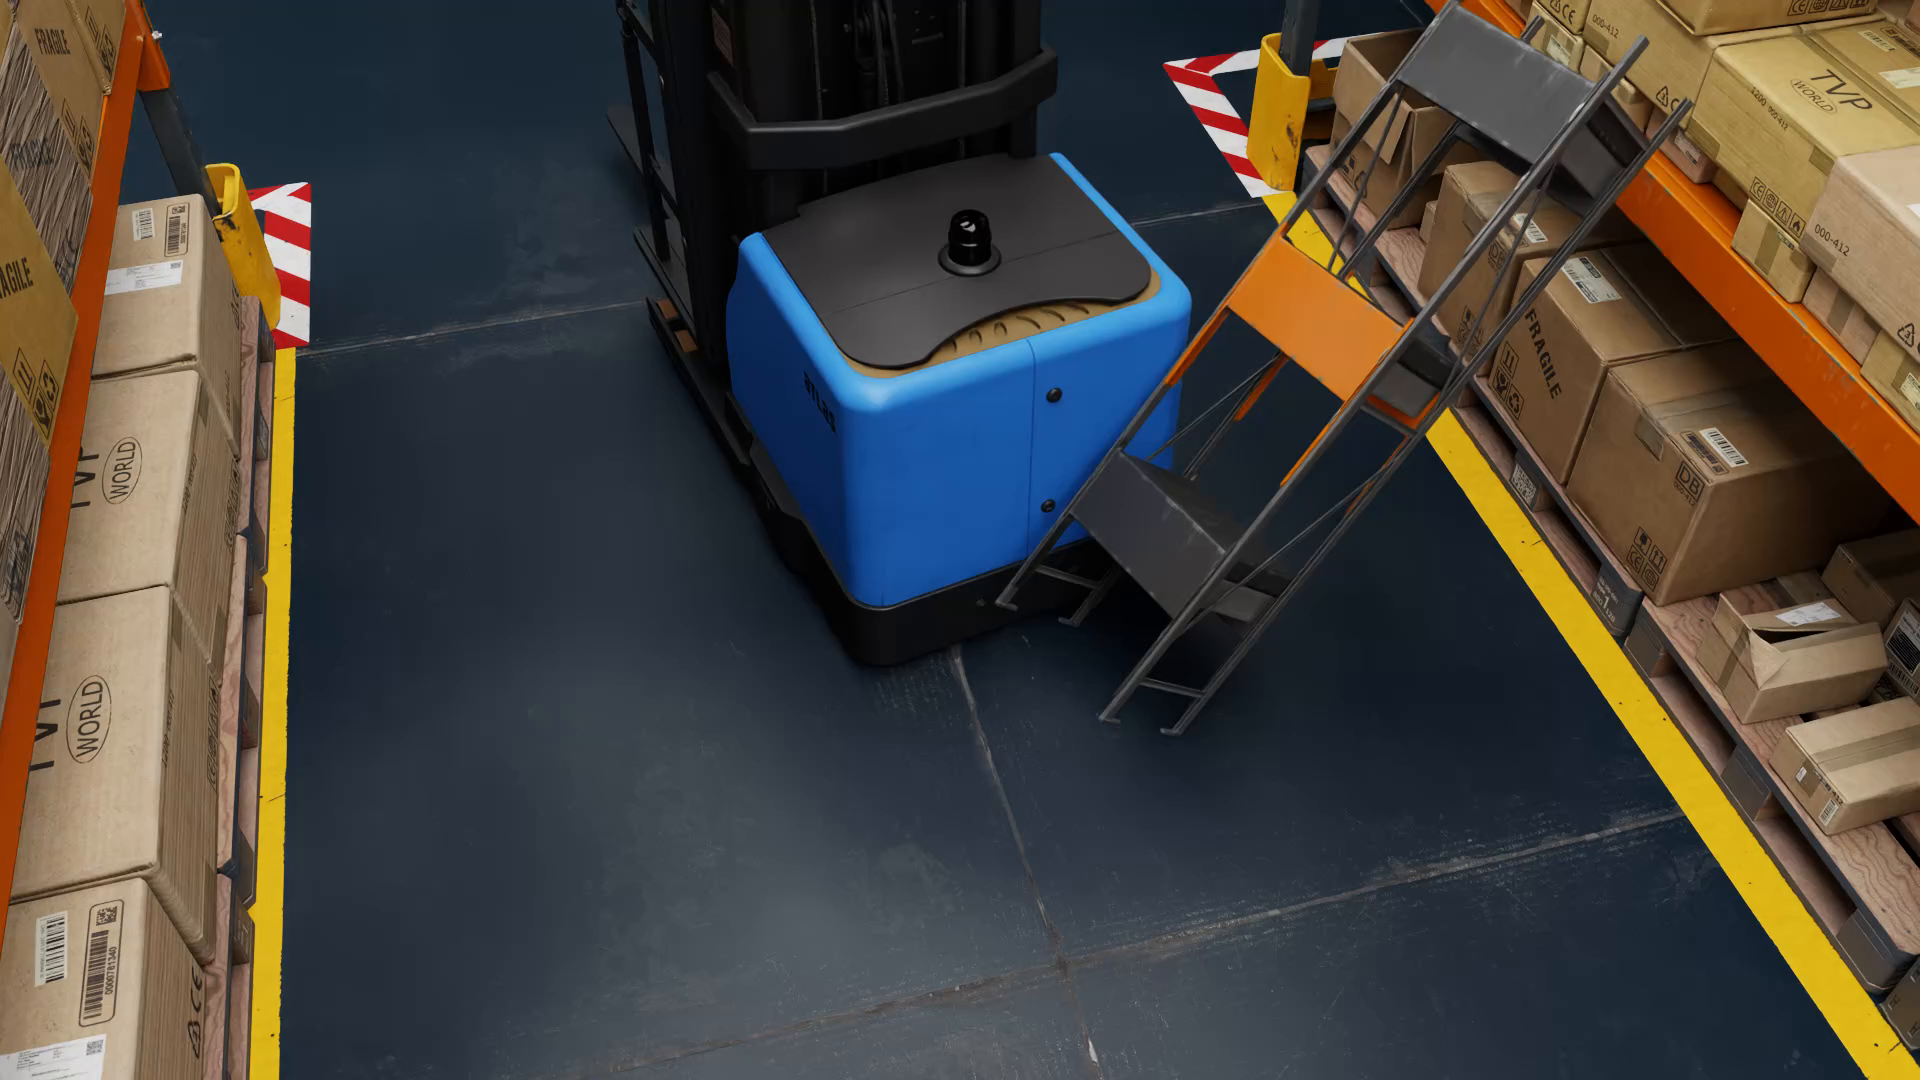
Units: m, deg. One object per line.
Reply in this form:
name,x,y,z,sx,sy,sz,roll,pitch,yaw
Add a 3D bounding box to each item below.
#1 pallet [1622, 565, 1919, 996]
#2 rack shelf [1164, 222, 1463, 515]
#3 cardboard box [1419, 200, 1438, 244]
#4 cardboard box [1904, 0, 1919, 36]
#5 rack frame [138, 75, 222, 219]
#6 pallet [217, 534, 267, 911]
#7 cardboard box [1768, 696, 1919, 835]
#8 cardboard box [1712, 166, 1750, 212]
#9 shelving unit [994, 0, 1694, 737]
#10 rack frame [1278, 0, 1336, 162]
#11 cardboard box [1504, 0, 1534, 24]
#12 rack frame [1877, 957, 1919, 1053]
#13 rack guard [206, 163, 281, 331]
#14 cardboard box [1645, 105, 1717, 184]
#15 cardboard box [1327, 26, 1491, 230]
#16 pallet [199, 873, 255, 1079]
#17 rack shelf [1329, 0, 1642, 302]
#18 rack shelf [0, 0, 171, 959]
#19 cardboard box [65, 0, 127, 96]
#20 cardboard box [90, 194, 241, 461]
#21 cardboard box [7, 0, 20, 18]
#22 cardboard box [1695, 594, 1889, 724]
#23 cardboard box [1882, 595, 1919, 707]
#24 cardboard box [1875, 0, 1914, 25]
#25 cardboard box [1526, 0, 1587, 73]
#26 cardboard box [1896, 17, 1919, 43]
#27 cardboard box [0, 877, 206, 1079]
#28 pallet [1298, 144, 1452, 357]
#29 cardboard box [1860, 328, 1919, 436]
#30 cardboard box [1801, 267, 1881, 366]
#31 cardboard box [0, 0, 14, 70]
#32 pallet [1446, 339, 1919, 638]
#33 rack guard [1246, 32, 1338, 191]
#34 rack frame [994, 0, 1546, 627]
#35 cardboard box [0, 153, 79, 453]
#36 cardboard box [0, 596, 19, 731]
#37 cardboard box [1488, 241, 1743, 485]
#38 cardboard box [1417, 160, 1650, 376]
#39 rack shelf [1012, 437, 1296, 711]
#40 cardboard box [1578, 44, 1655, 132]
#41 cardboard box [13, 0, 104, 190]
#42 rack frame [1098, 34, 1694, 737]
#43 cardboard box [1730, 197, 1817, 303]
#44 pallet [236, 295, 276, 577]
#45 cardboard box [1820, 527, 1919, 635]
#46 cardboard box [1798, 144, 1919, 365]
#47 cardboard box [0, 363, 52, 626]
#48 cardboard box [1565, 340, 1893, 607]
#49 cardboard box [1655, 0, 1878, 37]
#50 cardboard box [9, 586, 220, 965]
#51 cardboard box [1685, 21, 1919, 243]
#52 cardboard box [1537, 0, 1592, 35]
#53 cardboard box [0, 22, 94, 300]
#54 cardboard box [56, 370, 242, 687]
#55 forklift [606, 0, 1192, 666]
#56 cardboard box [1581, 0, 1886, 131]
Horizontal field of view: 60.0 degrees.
pallet,2.593,0.560,4.553,1.003,0.211,1.213,-11,47,-10
rack shelf,0.947,-0.440,4.387,0.431,0.518,0.480,17,25,-50
cardboard box,1.880,-1.112,5.942,0.380,0.149,0.250,-12,47,-12
cardboard box,2.644,-1.332,3.827,0.500,0.500,0.500,-12,47,-11
rack frame,-3.053,-1.793,4.907,1.000,3.000,0.127,-11,47,-10
pallet,-2.464,0.562,4.552,1.003,0.211,1.213,-11,47,-10
cardboard box,2.342,0.578,4.285,0.380,0.149,0.250,-12,47,-12
cardboard box,2.173,-0.934,4.241,0.380,0.149,0.250,-10,46,-10
shelving unit,0.955,-0.450,4.383,0.431,2.100,0.503,17,25,-50
rack frame,1.744,-2.703,5.799,1.000,3.000,0.127,-11,47,-10
cardboard box,1.853,-1.628,4.921,0.380,0.149,0.250,-10,46,-10
rack frame,2.768,0.059,3.092,1.000,3.000,0.127,-11,47,-10
rack guard,-3.059,-0.935,5.816,1.175,0.500,0.348,-11,47,-10
cardboard box,2.065,-1.096,4.400,0.380,0.149,0.250,-11,47,-10
cardboard box,1.809,-1.537,6.110,0.797,0.503,0.637,-12,47,-12
pallet,-2.148,1.405,3.725,1.003,0.211,1.213,-11,47,-10
rack shelf,1.347,-0.983,4.200,0.431,0.518,0.480,17,25,-50
rack shelf,-2.541,-0.160,3.811,1.077,0.370,4.000,-11,47,-10
cardboard box,-2.674,-1.543,4.592,0.500,0.500,0.500,-10,47,-10
cardboard box,-2.788,-0.606,5.243,0.875,0.438,0.875,-12,47,-12
cardboard box,-2.537,-1.533,3.882,0.500,0.500,0.500,-11,47,-10
cardboard box,2.250,0.291,4.485,0.396,0.266,0.258,-9,46,-9
cardboard box,2.828,0.353,4.392,0.500,0.311,0.500,-9,46,-9
cardboard box,2.505,-1.426,4.444,0.500,0.250,0.500,-11,47,-10
cardboard box,1.845,-1.440,4.736,0.380,0.149,0.250,-12,47,-11
cardboard box,2.637,-1.086,4.111,0.500,0.250,0.500,-10,46,-9
cardboard box,-2.086,1.265,3.410,0.875,0.438,0.875,-11,47,-11
pallet,1.969,-1.124,6.204,1.003,0.211,1.213,-11,47,-10
cardboard box,2.265,-0.378,3.696,0.380,0.149,0.250,-10,46,-9
cardboard box,2.224,-0.564,3.879,0.380,0.149,0.250,-10,46,-9
cardboard box,-2.414,-1.191,3.547,0.500,0.500,0.500,-11,47,-11
pallet,2.277,-0.284,5.380,1.003,0.211,1.213,-11,47,-10
rack guard,1.764,-1.776,6.640,1.175,0.500,0.348,-11,47,-10
rack frame,0.822,-0.597,4.526,0.400,2.100,0.015,17,25,-50
cardboard box,-2.274,-0.487,3.557,0.500,0.500,0.500,-9,46,-9
cardboard box,-2.021,0.214,2.870,0.500,0.500,0.500,-10,47,-10
cardboard box,2.029,-0.555,5.150,0.500,0.500,0.500,-10,46,-10
cardboard box,1.990,-0.938,5.525,0.700,0.500,0.500,-9,46,-9
rack shelf,0.547,0.104,4.574,0.431,0.518,0.480,17,25,-50
cardboard box,1.932,-1.261,4.562,0.380,0.149,0.250,-10,46,-9
cardboard box,-2.560,-1.194,4.250,0.500,0.500,0.500,-12,47,-11
rack frame,1.088,-0.303,4.241,0.400,2.100,0.015,17,25,-50
cardboard box,2.131,-0.736,4.047,0.380,0.149,0.250,-11,47,-11
pallet,-2.773,-0.279,5.376,1.003,0.211,1.213,-11,47,-10
cardboard box,2.716,0.111,4.743,0.380,0.149,0.250,-11,47,-11
cardboard box,2.259,-0.643,3.677,0.500,0.250,0.500,-11,47,-10
cardboard box,-2.142,-0.131,3.208,0.500,0.500,0.500,-10,47,-10
cardboard box,2.256,-0.222,4.823,0.700,0.500,0.500,-12,47,-12
cardboard box,1.984,-1.619,4.108,0.500,0.500,0.500,-10,46,-9
cardboard box,-2.316,0.647,4.015,0.875,0.438,0.875,-12,47,-11
cardboard box,2.145,-0.990,4.017,0.500,0.250,0.500,-11,47,-11
cardboard box,1.862,-1.695,4.707,0.500,0.250,0.500,-12,47,-11
cardboard box,-2.419,-0.841,3.904,0.500,0.500,0.500,-9,46,-9
cardboard box,-2.545,0.025,4.626,0.875,0.438,0.875,-10,46,-9
forklift,-0.455,-1.724,4.888,1.130,2.935,3.031,-19,49,-18
cardboard box,2.014,-1.346,4.365,0.500,0.250,0.500,-12,47,-11
